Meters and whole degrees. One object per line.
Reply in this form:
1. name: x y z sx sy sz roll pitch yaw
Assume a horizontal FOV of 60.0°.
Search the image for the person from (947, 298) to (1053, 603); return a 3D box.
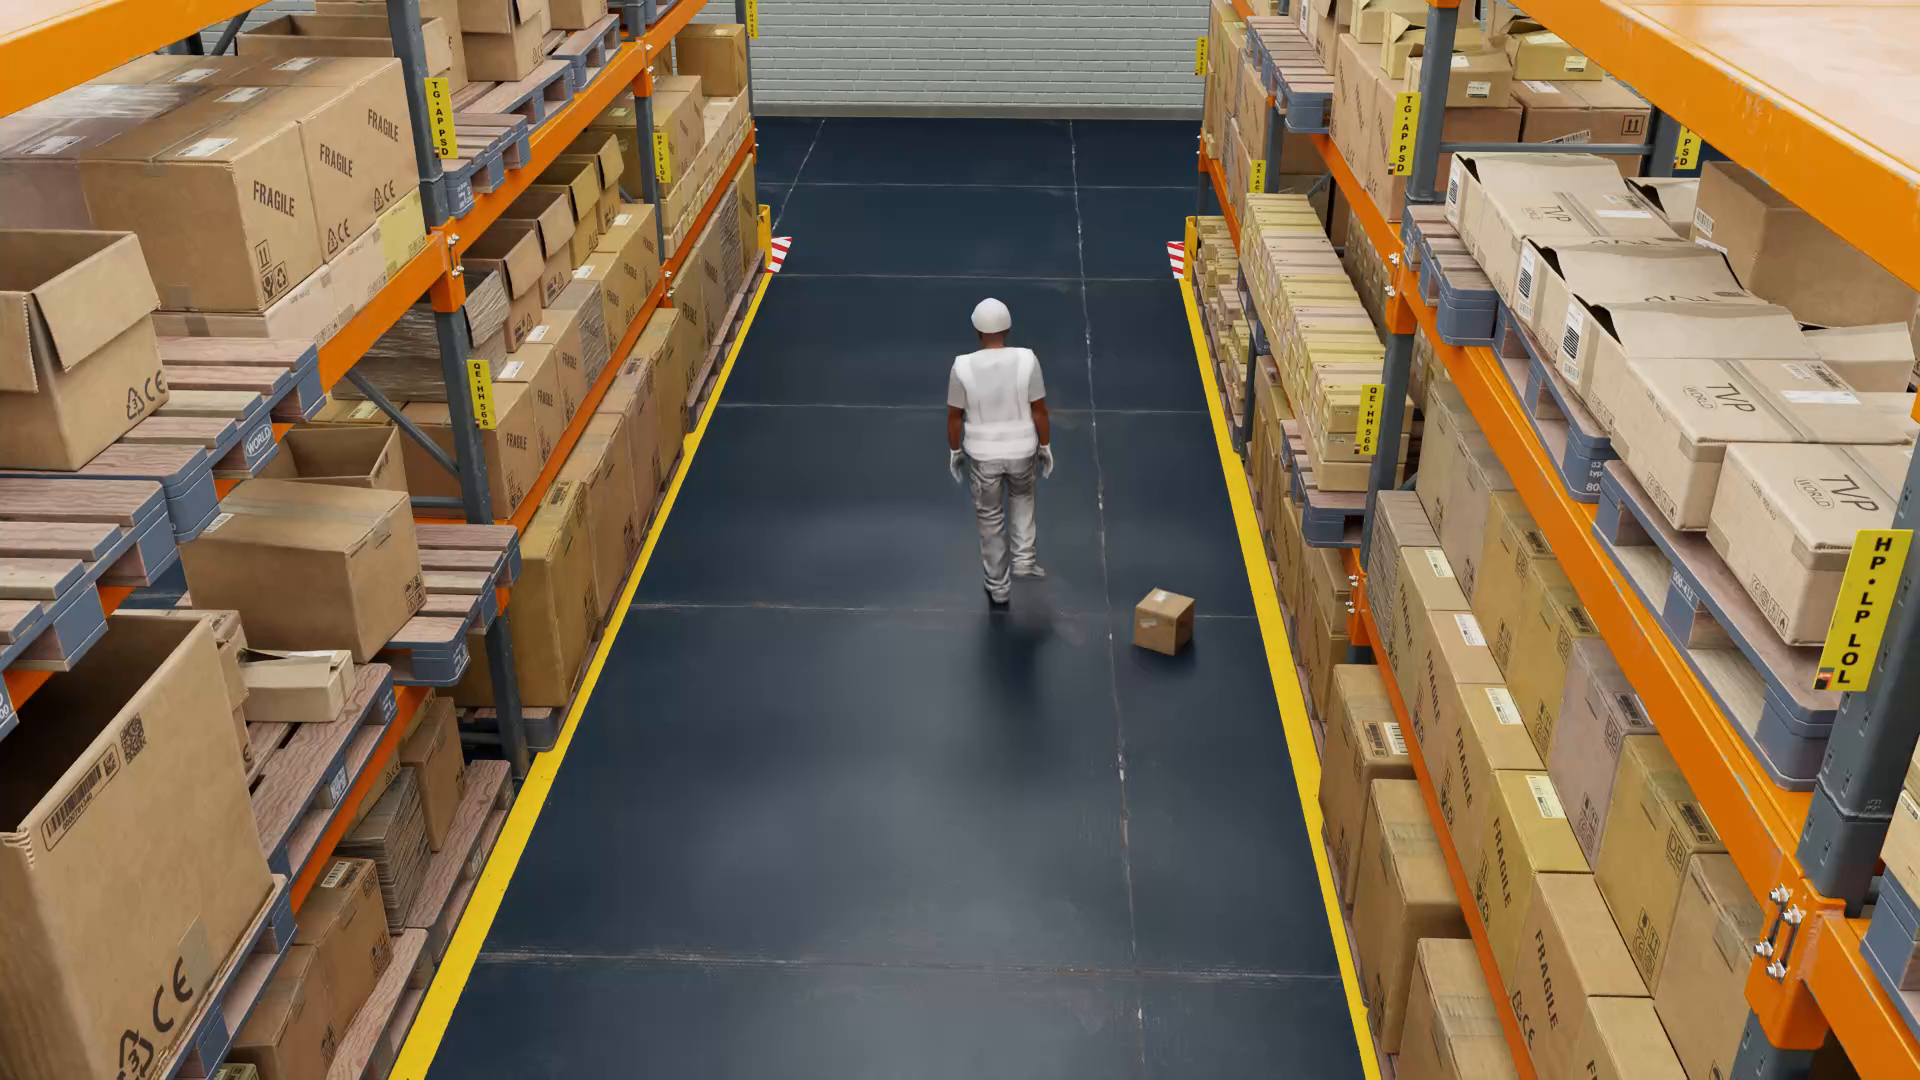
1. person: 0.223 -0.514 9.541 0.597 1.768 0.469 -3 28 -6
